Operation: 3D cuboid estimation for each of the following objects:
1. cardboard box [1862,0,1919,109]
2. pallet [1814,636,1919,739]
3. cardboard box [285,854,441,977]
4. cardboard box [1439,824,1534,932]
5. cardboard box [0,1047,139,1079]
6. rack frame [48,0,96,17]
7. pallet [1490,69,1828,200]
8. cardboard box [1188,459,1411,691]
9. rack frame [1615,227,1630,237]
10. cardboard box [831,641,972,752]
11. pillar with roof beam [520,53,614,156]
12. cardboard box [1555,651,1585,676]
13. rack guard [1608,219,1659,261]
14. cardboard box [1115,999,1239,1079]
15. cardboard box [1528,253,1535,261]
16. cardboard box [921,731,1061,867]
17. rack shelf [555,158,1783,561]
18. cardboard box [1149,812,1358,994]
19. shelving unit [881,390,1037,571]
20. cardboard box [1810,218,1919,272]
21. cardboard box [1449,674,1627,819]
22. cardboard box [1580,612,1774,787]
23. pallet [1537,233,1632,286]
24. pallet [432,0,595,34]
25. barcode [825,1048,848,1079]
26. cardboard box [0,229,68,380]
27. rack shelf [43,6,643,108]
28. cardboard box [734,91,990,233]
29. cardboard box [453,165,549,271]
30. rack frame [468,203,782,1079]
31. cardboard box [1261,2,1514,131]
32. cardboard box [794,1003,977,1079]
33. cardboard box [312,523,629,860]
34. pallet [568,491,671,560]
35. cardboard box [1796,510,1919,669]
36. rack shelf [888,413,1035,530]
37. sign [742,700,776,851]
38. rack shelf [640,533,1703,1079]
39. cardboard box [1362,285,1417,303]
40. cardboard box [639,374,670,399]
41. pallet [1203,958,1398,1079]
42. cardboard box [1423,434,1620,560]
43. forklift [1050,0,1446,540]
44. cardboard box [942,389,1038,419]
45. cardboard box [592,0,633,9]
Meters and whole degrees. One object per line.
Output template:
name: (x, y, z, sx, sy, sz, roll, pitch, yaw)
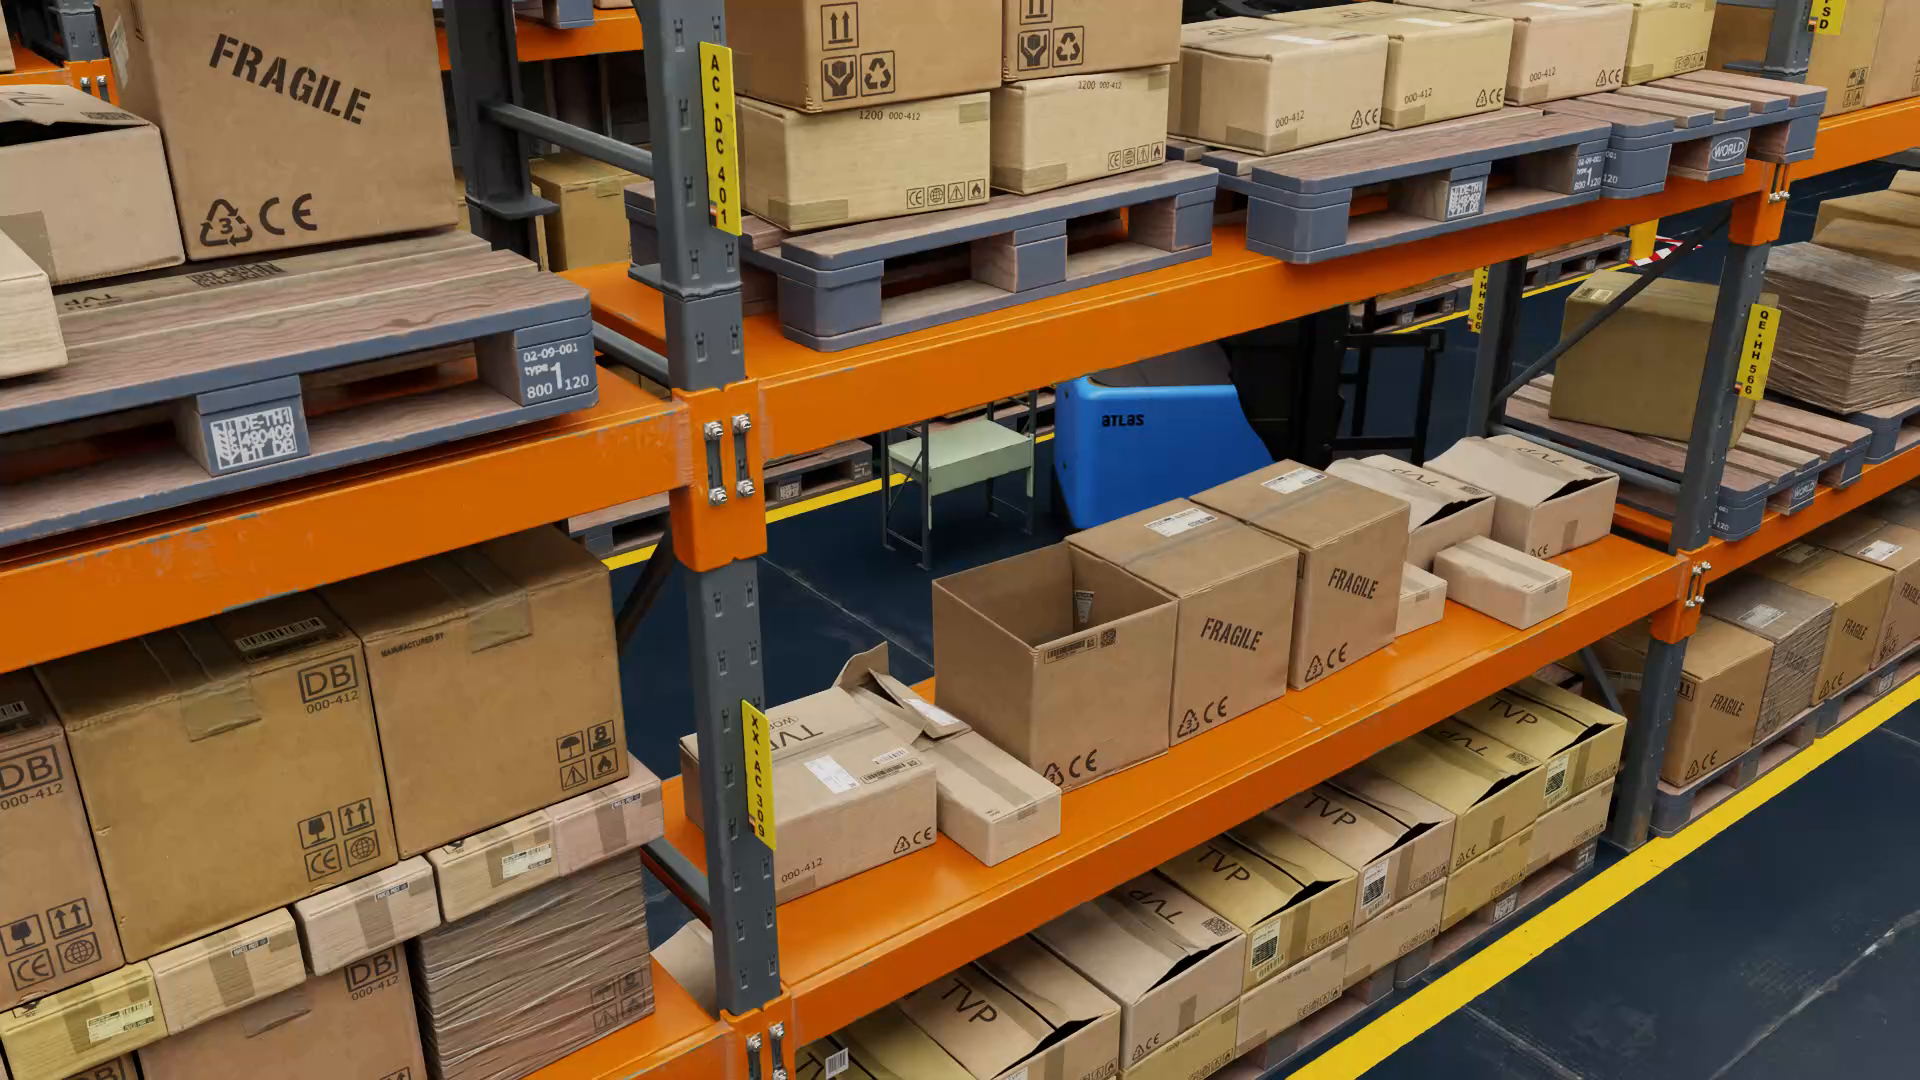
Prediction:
cardboard box: (3.106, -1.961, 6.229, 0.500, 0.500, 0.910, -18, 31, -34)
pallet: (3.952, 0.471, 7.985, 1.213, 0.211, 1.003, -18, 31, -34)
cardboard box: (-1.248, 0.676, 3.341, 0.250, 0.149, 0.380, -19, 31, -35)
cardboard box: (1.715, 1.112, 6.059, 0.500, 0.250, 0.500, -19, 31, -35)
cardboard box: (-1.919, 1.082, 3.238, 0.500, 0.500, 0.700, -18, 30, -33)
rack frame: (-3.826, -3.620, 6.360, 0.127, 3.000, 1.000, -18, 31, -34)
pallet: (1.903, -1.367, 5.293, 1.003, 0.211, 1.213, -17, 30, -32)
cardboard box: (1.071, 0.098, 5.356, 0.500, 0.500, 0.500, -20, 32, -37)
rack frame: (5.617, -4.016, 14.340, 0.127, 3.000, 1.000, -18, 31, -34)
cardboard box: (-0.187, 0.513, 4.741, 0.258, 0.266, 0.396, -19, 31, -35)
pillar with roof beam: (0.422, -3.182, 5.416, 0.400, 9.000, 9.100, -18, 31, -34)
cardboard box: (2.973, 0.316, 7.453, 0.500, 0.500, 0.500, -17, 30, -32)
rack guard: (5.636, -2.888, 14.879, 0.348, 0.500, 1.175, -18, 31, -34)
cardboard box: (0.513, 1.508, 5.206, 0.500, 0.250, 0.500, -19, 31, -36)
cardboard box: (4.339, -2.597, 13.752, 0.500, 0.500, 0.700, -19, 31, -36)
cardboard box: (0.057, 0.693, 4.492, 0.250, 0.149, 0.380, -18, 31, -34)
rack shelf: (0.808, -0.812, 4.729, 4.000, 0.370, 1.077, -18, 31, -34)
cardboard box: (0.922, 1.119, 5.377, 0.500, 0.311, 0.500, -17, 30, -33)
shelving unit: (-0.005, -0.679, 8.931, 0.755, 1.500, 0.431, -18, 31, -34)
cardboard box: (4.177, -1.093, 7.425, 0.700, 0.500, 0.500, 18, 30, 33)
cardboard box: (2.122, 0.722, 6.232, 0.500, 0.311, 0.500, -17, 30, -33)
cardboard box: (2.916, 0.613, 6.813, 0.500, 0.500, 0.500, -17, 30, -32)
pallet: (5.036, -2.517, 14.423, 1.213, 0.211, 1.003, -18, 31, -34)
pallet: (-2.460, -2.570, 7.883, 1.003, 0.211, 1.213, -18, 31, -34)
barcode: (-0.308, 1.312, 4.166, 0.075, 0.075, 0.001, -18, 31, -34)
cardboard box: (-1.546, -0.355, 2.523, 0.250, 0.149, 0.380, -18, 31, -34)
rack shelf: (-2.252, -2.452, 8.263, 4.000, 0.370, 1.077, -18, 31, -34)
cardboard box: (-0.275, -0.899, 3.739, 0.500, 0.250, 0.500, -15, 29, -29)
cardboard box: (-2.461, -1.589, 8.469, 0.500, 0.500, 0.700, -14, 28, -27)
rack frame: (-0.766, 0.741, 4.089, 0.127, 3.000, 1.000, -18, 31, -34)
cardboard box: (1.201, -1.357, 4.727, 0.500, 0.250, 0.500, -19, 31, -35)
cardboard box: (-0.287, 1.519, 4.515, 0.500, 0.311, 0.500, -18, 30, -34)
cardboard box: (-1.111, 0.225, 3.542, 0.500, 0.500, 0.700, -18, 30, -34)
pallet: (-2.253, -0.155, 9.334, 1.213, 0.211, 1.003, -18, 31, -34)
cardboard box: (4.130, 0.209, 7.683, 0.500, 0.500, 0.500, -19, 31, -36)
rack shelf: (-0.005, -0.383, 9.068, 0.720, 0.370, 0.431, -18, 31, -34)
sign: (-0.422, 0.496, 3.495, 0.005, 0.325, 0.100, -18, 31, -34)
rack shelf: (0.808, 0.548, 5.360, 4.000, 0.370, 1.077, -18, 31, -34)
cardboard box: (3.121, -2.194, 12.884, 0.500, 0.500, 0.700, -18, 30, -33)
cardboard box: (-1.700, -1.012, 9.423, 0.500, 0.250, 0.500, -18, 30, -33)
pallet: (0.750, 1.483, 5.803, 1.213, 0.211, 1.003, -18, 31, -34)
cardboard box: (2.069, -0.177, 6.175, 0.500, 0.311, 0.500, -16, 29, -31)
forklift: (2.062, -1.353, 8.683, 3.031, 2.935, 1.130, -2, 25, -4)
cardboard box: (-0.018, -1.301, 10.544, 0.750, 0.750, 0.750, -19, 31, -35)
cardboard box: (-1.755, -3.048, 8.545, 0.637, 0.503, 0.797, -14, 28, -27)
